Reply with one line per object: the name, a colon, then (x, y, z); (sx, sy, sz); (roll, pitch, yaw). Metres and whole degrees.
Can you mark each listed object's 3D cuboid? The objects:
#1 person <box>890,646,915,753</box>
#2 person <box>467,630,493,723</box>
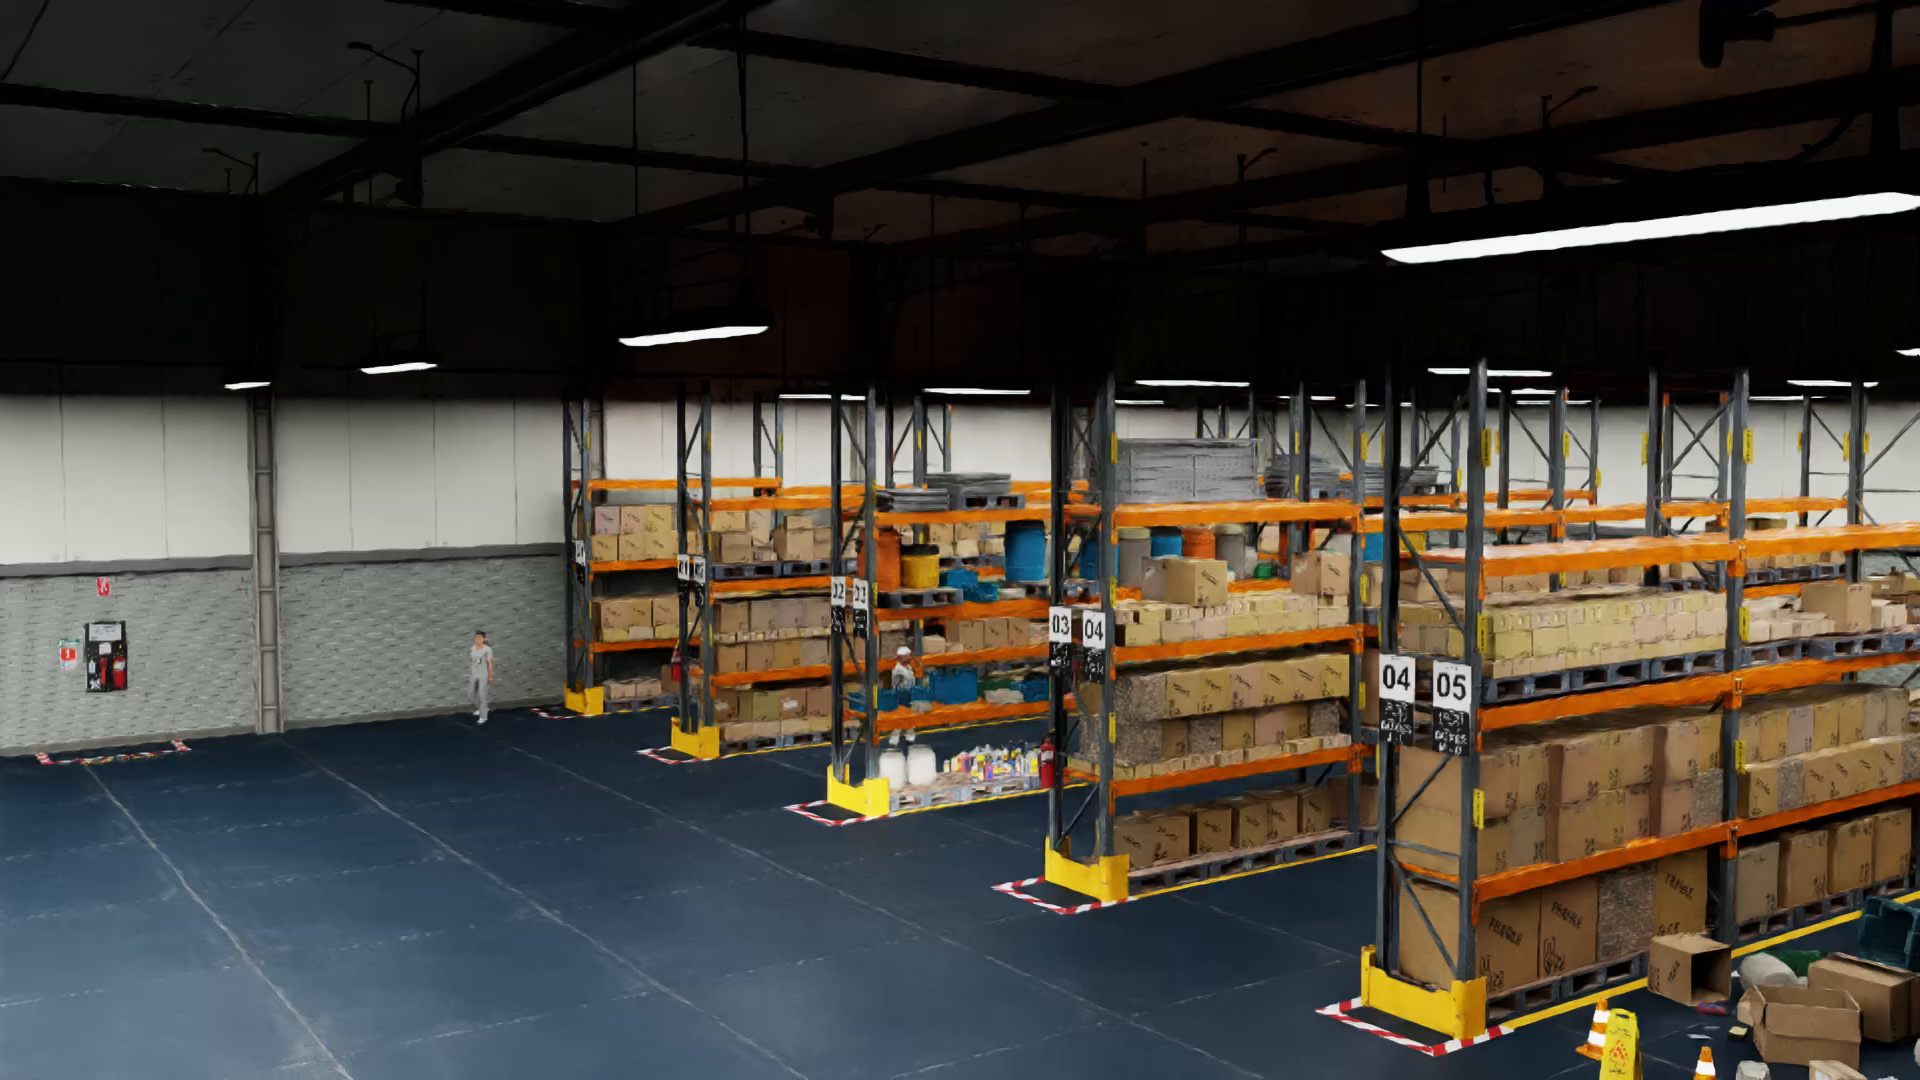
person: (-0.842, 2.564, 26.317); (0.451, 1.789, 0.605); (2, 4, 27)
person: (-8.555, 2.426, 29.782); (0.513, 1.664, 0.517); (1, 4, 18)
